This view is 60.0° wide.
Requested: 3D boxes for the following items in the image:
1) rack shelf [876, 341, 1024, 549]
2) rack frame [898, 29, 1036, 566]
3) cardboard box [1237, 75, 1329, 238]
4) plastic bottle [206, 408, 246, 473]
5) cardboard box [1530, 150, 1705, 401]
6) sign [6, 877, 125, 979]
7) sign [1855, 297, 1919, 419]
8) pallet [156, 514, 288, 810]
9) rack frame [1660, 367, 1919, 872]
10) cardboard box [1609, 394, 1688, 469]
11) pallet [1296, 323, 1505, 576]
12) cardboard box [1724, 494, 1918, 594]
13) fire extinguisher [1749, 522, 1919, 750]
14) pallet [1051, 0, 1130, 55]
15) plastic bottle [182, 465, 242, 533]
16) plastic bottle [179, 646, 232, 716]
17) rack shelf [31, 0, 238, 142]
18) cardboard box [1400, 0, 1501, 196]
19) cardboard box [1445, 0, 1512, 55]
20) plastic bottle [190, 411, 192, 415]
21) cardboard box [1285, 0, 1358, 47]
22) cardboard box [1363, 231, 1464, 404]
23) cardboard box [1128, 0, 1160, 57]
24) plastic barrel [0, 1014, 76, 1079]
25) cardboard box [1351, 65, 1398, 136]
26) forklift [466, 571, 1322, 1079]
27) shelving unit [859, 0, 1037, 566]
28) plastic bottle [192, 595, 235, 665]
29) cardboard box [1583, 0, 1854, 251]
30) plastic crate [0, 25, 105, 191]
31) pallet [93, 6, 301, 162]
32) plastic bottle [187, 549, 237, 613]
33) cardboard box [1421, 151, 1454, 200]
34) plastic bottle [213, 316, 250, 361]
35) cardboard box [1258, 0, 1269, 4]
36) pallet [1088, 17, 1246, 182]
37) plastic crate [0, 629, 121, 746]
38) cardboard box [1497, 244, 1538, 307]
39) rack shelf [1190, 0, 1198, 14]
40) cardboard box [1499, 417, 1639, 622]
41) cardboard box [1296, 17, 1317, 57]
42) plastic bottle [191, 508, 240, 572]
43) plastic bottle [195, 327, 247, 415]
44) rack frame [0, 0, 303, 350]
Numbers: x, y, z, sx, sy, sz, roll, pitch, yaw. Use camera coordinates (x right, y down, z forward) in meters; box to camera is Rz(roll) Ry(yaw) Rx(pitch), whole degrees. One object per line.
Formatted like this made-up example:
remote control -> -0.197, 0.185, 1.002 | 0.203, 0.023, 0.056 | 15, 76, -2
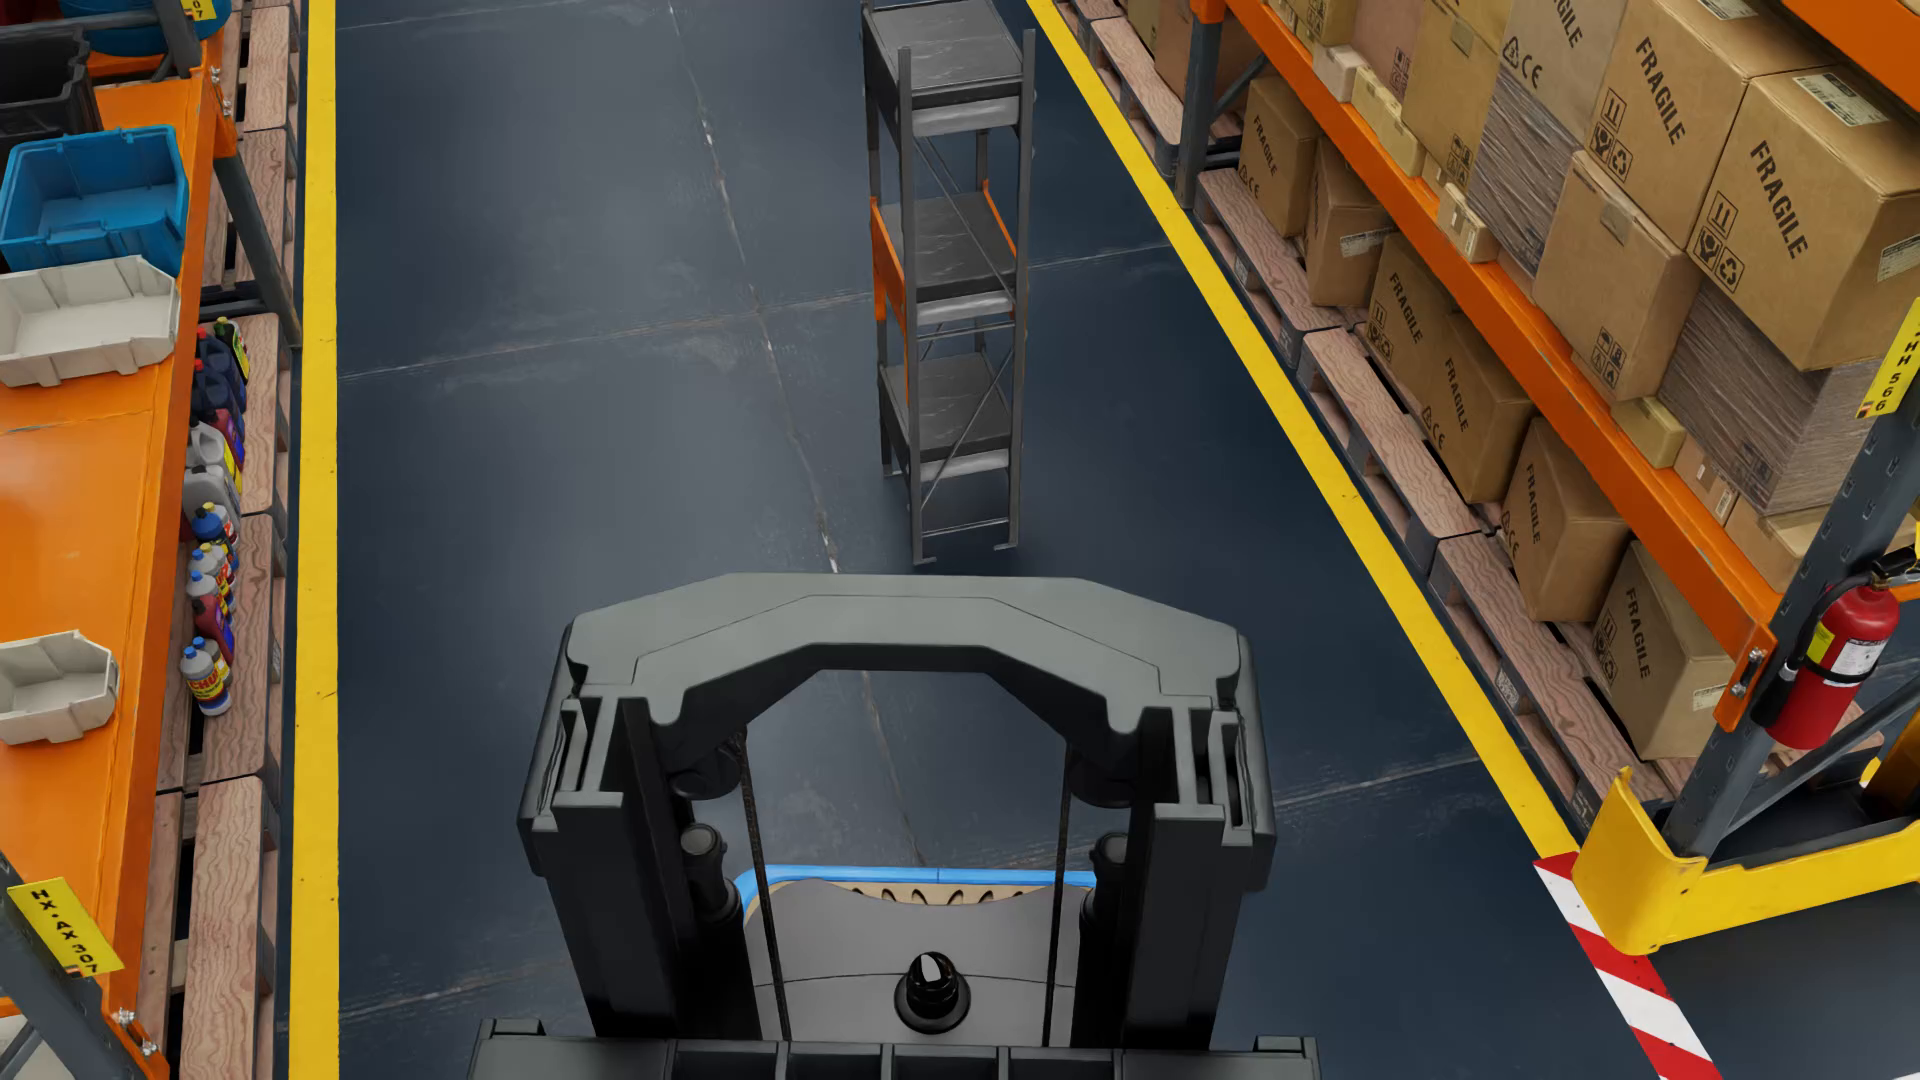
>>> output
rack shelf -> -0.042, -0.350, 6.122 | 0.431, 0.518, 0.480 | -11, 47, -10
rack frame -> 0.020, -0.681, 5.447 | 0.400, 2.100, 0.015 | -11, 47, -10
cardboard box -> 1.569, -1.707, 7.279 | 0.500, 0.500, 0.500 | -12, 47, -12
plastic bottle -> -2.708, -0.387, 6.123 | 0.061, 0.283, 0.133 | -8, 46, -8
cardboard box -> 2.171, -0.804, 4.660 | 0.875, 0.500, 0.500 | -11, 47, -10
sign -> -1.726, 0.754, 3.217 | 0.100, 0.325, 0.005 | -11, 47, -10
sign -> 1.987, -0.385, 3.495 | 0.100, 0.325, 0.005 | -11, 47, -10
pallet -> -2.835, 0.478, 5.634 | 1.003, 0.211, 1.213 | -11, 47, -10
rack frame -> 2.529, 0.043, 4.108 | 1.000, 3.000, 0.127 | -11, 47, -10
cardboard box -> 2.079, -0.364, 4.682 | 0.380, 0.149, 0.250 | -11, 47, -10
pallet -> 2.027, -0.442, 6.535 | 1.003, 0.211, 1.213 | -11, 47, -10
cardboard box -> 2.256, -0.028, 4.353 | 0.380, 0.149, 0.250 | -11, 47, -10
fire extinguisher -> 2.113, 0.233, 3.975 | 0.296, 0.674, 0.183 | -11, 47, -10
pallet -> 0.988, -3.124, 9.164 | 1.003, 0.211, 1.213 | -11, 47, -10
plastic bottle -> -2.670, -0.153, 5.899 | 0.152, 0.276, 0.135 | -10, 46, -10
plastic bottle -> -2.422, 0.441, 5.320 | 0.097, 0.271, 0.097 | 0, 46, 0
rack shelf -> -3.795, -2.942, 7.537 | 1.077, 0.370, 4.000 | -11, 47, -10
cardboard box -> 1.968, -1.505, 5.346 | 0.875, 0.500, 0.500 | -11, 47, -10
cardboard box -> 1.770, -1.817, 4.952 | 0.500, 0.500, 0.500 | -11, 47, -10
plastic bottle -> -2.927, -0.445, 6.185 | 0.152, 0.276, 0.135 | -11, 47, -10
cardboard box -> 1.654, -2.184, 6.012 | 0.875, 0.500, 0.500 | -11, 47, -10
cardboard box -> 1.958, -0.899, 6.487 | 0.500, 0.500, 0.500 | -15, 47, -14
cardboard box -> 1.265, -2.758, 8.295 | 0.700, 0.500, 0.500 | -11, 47, -11
plastic barrel -> -2.501, 1.232, 4.390 | 0.421, 0.512, 0.421 | 0, 46, 0
cardboard box -> 1.613, -1.569, 5.863 | 0.380, 0.149, 0.250 | -11, 47, -10
forklift -> -0.089, 1.566, 2.663 | 1.130, 2.935, 3.031 | 1, 46, 1
shelving unit -> -0.042, -0.849, 5.612 | 0.431, 2.100, 0.503 | -11, 47, -10
plastic bottle -> -2.462, 0.277, 5.472 | 0.061, 0.283, 0.133 | -10, 46, -10
cardboard box -> 2.016, -1.125, 4.274 | 0.500, 0.500, 0.500 | -11, 47, -10
plastic crate -> -3.272, -1.407, 5.572 | 0.767, 0.338, 0.504 | -11, 47, -10
pallet -> -3.837, -2.216, 8.274 | 1.003, 0.211, 1.213 | -11, 47, -10
plastic bottle -> -2.535, 0.135, 5.620 | 0.097, 0.271, 0.097 | 0, 46, 0
cardboard box -> 1.774, -1.230, 5.531 | 0.380, 0.149, 0.250 | -11, 47, -10
plastic bottle -> -2.889, -0.794, 6.579 | 0.097, 0.201, 0.097 | 0, 46, 0
cardboard box -> 1.321, -2.252, 6.533 | 0.380, 0.149, 0.250 | -11, 47, -10
pallet -> 1.304, -2.280, 8.337 | 1.003, 0.211, 1.213 | -11, 47, -10
plastic crate -> -2.177, 0.364, 3.978 | 0.298, 0.136, 0.250 | -11, 47, -10
cardboard box -> 1.921, -0.888, 5.196 | 0.380, 0.149, 0.250 | -11, 47, -10
rack shelf -> 0.993, -3.848, 8.424 | 1.077, 0.370, 4.000 | -11, 47, -10
cardboard box -> 2.199, -0.070, 5.674 | 0.500, 0.500, 0.500 | 0, 46, 0
cardboard box -> 1.485, -1.914, 6.201 | 0.380, 0.149, 0.250 | -11, 47, -10
plastic bottle -> -2.587, -0.005, 5.757 | 0.097, 0.271, 0.097 | 0, 46, 0
plastic bottle -> -2.839, -0.648, 6.331 | 0.144, 0.351, 0.185 | -12, 47, -11
rack frame -> -3.283, -1.813, 5.927 | 1.000, 3.000, 0.127 | -11, 47, -10
